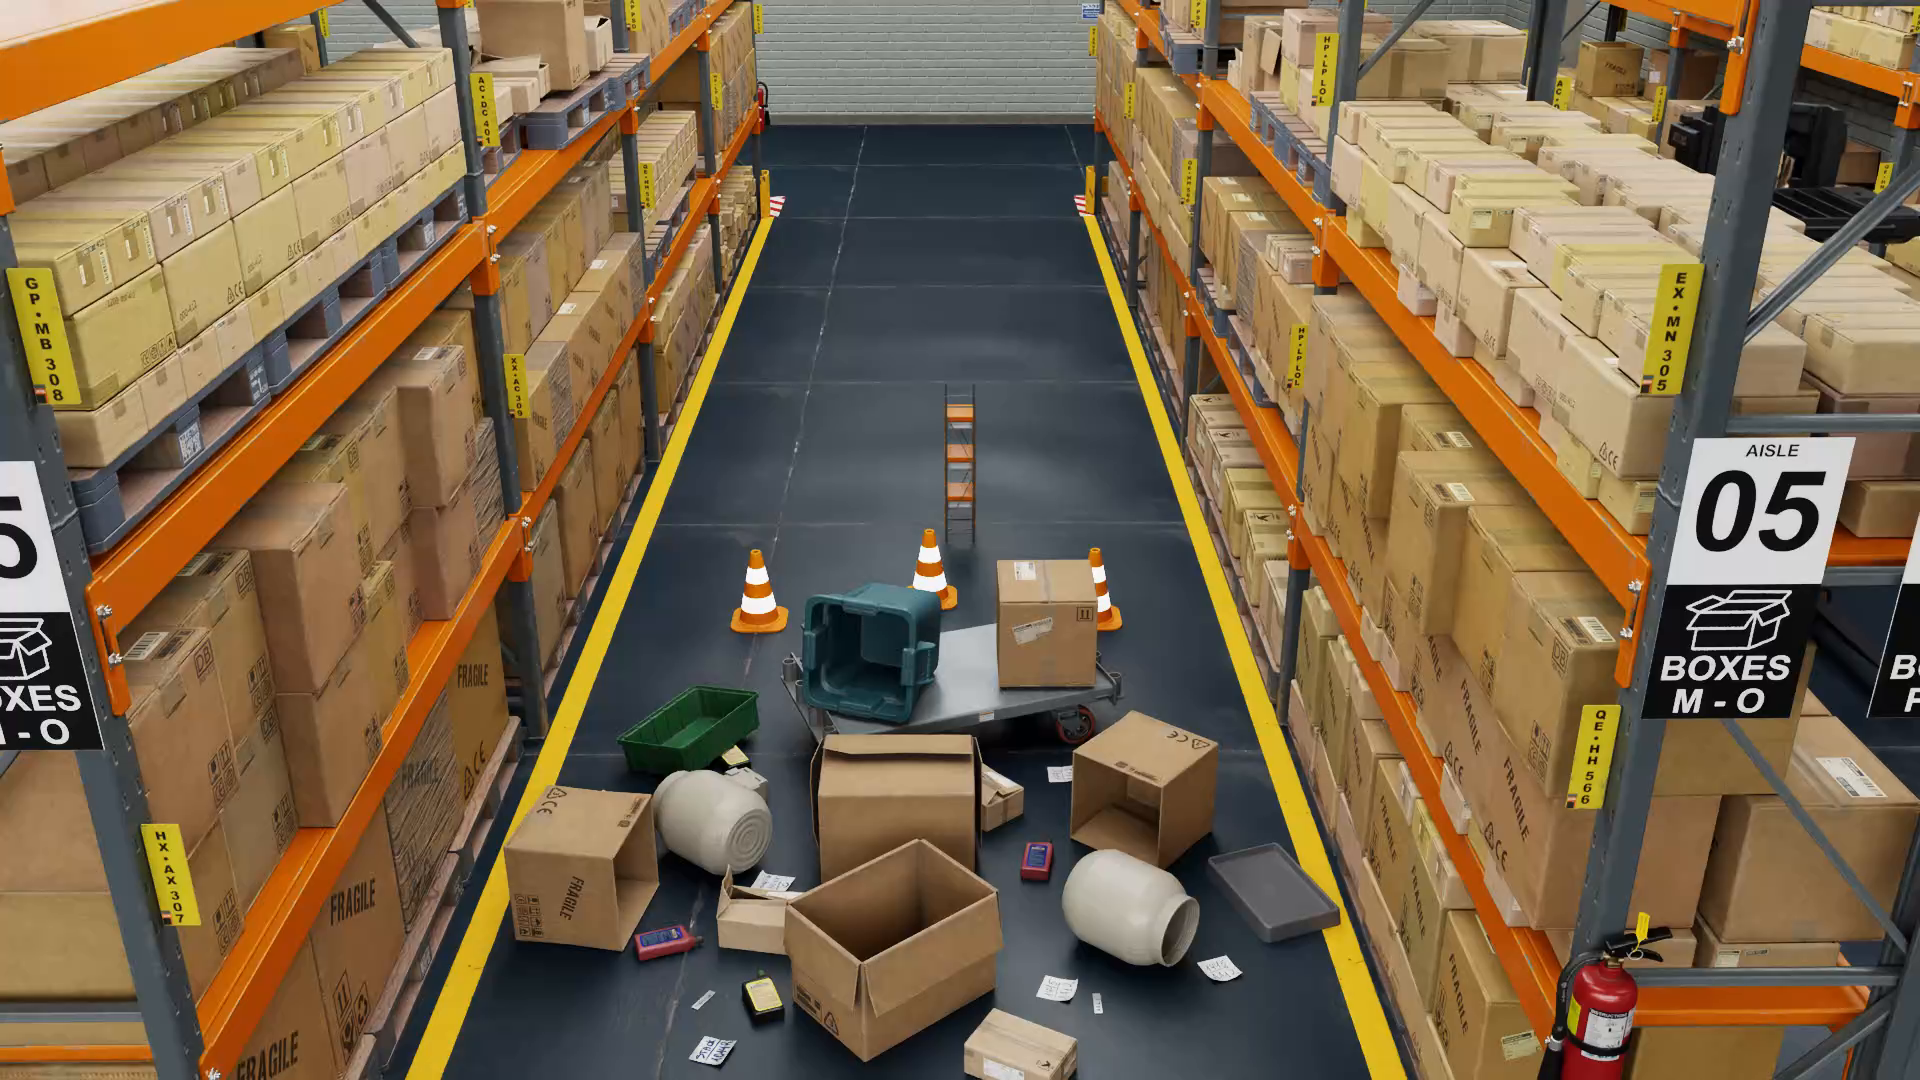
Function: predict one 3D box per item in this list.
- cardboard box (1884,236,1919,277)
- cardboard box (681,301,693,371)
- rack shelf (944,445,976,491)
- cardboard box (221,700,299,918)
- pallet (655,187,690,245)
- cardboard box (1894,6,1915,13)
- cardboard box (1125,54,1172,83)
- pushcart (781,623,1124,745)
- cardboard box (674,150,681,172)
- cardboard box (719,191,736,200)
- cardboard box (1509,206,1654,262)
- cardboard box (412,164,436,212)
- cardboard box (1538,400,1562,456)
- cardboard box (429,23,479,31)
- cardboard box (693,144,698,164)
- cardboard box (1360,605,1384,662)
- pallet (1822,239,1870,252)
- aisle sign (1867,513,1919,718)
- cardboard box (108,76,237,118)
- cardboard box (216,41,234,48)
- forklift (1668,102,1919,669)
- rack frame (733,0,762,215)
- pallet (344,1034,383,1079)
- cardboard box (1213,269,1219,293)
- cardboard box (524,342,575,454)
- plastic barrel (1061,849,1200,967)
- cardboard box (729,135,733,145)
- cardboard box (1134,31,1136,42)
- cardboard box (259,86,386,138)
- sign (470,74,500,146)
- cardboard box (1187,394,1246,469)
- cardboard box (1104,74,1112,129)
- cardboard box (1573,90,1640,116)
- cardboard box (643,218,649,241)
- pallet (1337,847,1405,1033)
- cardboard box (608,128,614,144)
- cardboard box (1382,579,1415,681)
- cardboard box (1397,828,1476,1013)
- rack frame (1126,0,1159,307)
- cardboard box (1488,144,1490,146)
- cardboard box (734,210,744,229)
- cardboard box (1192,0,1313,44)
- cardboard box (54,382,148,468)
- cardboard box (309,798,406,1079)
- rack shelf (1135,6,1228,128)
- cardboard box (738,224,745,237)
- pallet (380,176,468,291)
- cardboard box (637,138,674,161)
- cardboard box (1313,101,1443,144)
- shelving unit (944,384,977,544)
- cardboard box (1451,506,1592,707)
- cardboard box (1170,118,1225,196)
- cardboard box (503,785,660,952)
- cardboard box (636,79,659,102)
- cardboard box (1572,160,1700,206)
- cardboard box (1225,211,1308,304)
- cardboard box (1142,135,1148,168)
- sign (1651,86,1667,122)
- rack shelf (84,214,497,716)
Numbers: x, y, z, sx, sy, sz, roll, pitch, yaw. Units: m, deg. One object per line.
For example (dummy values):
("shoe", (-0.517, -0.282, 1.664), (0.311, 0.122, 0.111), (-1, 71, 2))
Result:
("cardboard box", (6.885, -2.028, 11.668), (0.500, 0.250, 0.500), (0, 24, -1))
("cardboard box", (-2.534, -1.728, 13.955), (0.500, 0.500, 0.500), (-1, 24, -2))
("rack shelf", (-0.001, -0.491, 11.087), (0.215, 0.259, 0.240), (0, 24, -1))
("cardboard box", (-2.752, 0.885, 5.472), (0.875, 0.550, 0.550), (0, 24, -1))
("pallet", (-2.825, -2.692, 13.796), (1.003, 0.211, 1.213), (0, 24, -1))
("cardboard box", (6.850, -3.808, 11.727), (0.380, 0.149, 0.250), (1, 24, 1))
("cardboard box", (1.861, -4.371, 15.939), (0.500, 0.500, 0.500), (0, 24, -1))
("pushcart", (-0.049, 0.846, 8.922), (1.648, 0.377, 0.936), (-9, 26, -19))
("cardboard box", (-2.591, -3.231, 14.189), (0.380, 0.149, 0.250), (-1, 24, -3))
("cardboard box", (-2.625, -3.671, 17.954), (0.380, 0.149, 0.250), (-1, 24, -2))
("cardboard box", (2.066, -1.010, 5.541), (0.380, 0.149, 0.250), (-1, 24, -2))
("cardboard box", (-2.388, -1.446, 6.842), (0.380, 0.149, 0.250), (0, 24, 0))
("cardboard box", (1.986, -0.342, 5.031), (0.380, 0.149, 0.250), (0, 24, 1))
("cardboard box", (-2.969, -2.994, 10.141), (0.500, 0.250, 0.500), (0, 24, 1))
("cardboard box", (-2.604, -3.527, 15.203), (0.380, 0.149, 0.250), (-1, 24, -2))
("cardboard box", (1.917, 0.393, 7.046), (0.380, 0.149, 0.250), (0, 24, 0))
("pallet", (7.072, -2.244, 12.804), (1.213, 0.211, 1.003), (0, 24, -1))
("aisle sign", (2.584, 0.108, 4.217), (0.394, 0.787, 0.004), (0, 24, -1))
("cardboard box", (-3.045, -1.703, 6.442), (0.380, 0.149, 0.250), (-1, 24, -1))
("cardboard box", (-8.058, -5.071, 17.732), (0.500, 0.500, 0.500), (-1, 24, -2))
("forklift", (4.777, -1.020, 9.948), (1.130, 2.935, 3.031), (-1, 24, -1))
("rack frame", (-2.850, -5.261, 19.242), (1.000, 3.000, 0.127), (0, 24, -1))
("pallet", (-2.762, 2.274, 5.967), (1.003, 0.211, 1.213), (0, 24, -1))
("cardboard box", (1.930, -1.741, 11.254), (0.380, 0.149, 0.250), (-2, 24, -4))
("cardboard box", (-2.462, -0.788, 9.230), (0.500, 0.500, 0.500), (0, 24, 0))
("plastic barrel", (0.737, 1.598, 7.204), (0.512, 0.421, 0.421), (19, 30, 35))
("cardboard box", (-2.545, -4.159, 17.110), (0.380, 0.149, 0.250), (1, 24, 2))
("cardboard box", (1.913, -4.915, 16.355), (0.380, 0.149, 0.250), (0, 24, -1))
("cardboard box", (-2.384, -1.602, 6.218), (0.380, 0.149, 0.250), (0, 24, 0))
("sign", (-2.164, -1.958, 7.575), (0.100, 0.325, 0.005), (0, 24, -1))
("cardboard box", (2.183, -0.789, 12.035), (0.950, 0.372, 0.625), (-2, 24, -4))
("cardboard box", (1.838, -4.753, 17.998), (0.500, 0.500, 0.500), (0, 24, -1))
("cardboard box", (6.839, -4.600, 17.603), (0.500, 0.250, 0.500), (-1, 24, -2))
("cardboard box", (-2.568, -2.337, 12.573), (0.380, 0.149, 0.250), (1, 24, 2))
("pallet", (2.289, 1.671, 7.299), (1.003, 0.211, 1.213), (0, 24, -1))
("cardboard box", (-3.252, -3.576, 14.589), (0.380, 0.149, 0.250), (0, 24, 0))
("cardboard box", (2.003, 0.243, 6.590), (0.500, 0.500, 0.500), (0, 24, 0))
("cardboard box", (1.995, 1.444, 6.334), (0.500, 0.500, 0.500), (1, 24, 1))
("rack frame", (2.143, -3.677, 15.739), (1.000, 3.000, 0.127), (0, 24, -1))
("cardboard box", (2.504, -1.633, 7.401), (0.500, 0.250, 0.500), (0, 24, -1))
("cardboard box", (-2.517, -3.426, 17.774), (0.380, 0.149, 0.250), (0, 24, 0))
("cardboard box", (2.031, -3.788, 11.711), (0.797, 0.503, 0.637), (-2, 24, -4))
("cardboard box", (-2.358, -0.300, 4.307), (0.380, 0.149, 0.250), (0, 24, 0))
("cardboard box", (-2.760, 1.467, 6.435), (0.875, 0.875, 0.875), (-1, 24, -1))
("rack shelf", (2.165, -3.891, 13.447), (1.077, 0.370, 4.000), (0, 24, -1))
("cardboard box", (-2.550, -3.403, 18.085), (0.380, 0.149, 0.250), (0, 24, 0))
("pallet", (-2.720, -1.305, 6.964), (1.003, 0.211, 1.213), (0, 24, -1))
("cardboard box", (-2.593, -3.259, 13.889), (0.380, 0.149, 0.250), (-1, 24, -3))
("cardboard box", (2.079, -2.110, 8.307), (0.500, 0.250, 0.500), (-1, 24, -2))
("shelving unit", (-0.001, -0.500, 11.082), (0.215, 1.050, 0.252), (0, 24, -1))
("cardboard box", (2.052, 0.213, 5.442), (0.700, 0.500, 0.500), (0, 24, 0))
("cardboard box", (1.905, -2.953, 12.804), (0.500, 0.500, 0.500), (0, 24, 0))
("cardboard box", (-1.676, 1.457, 7.419), (0.500, 0.500, 0.500), (4, 25, 9))
("cardboard box", (-3.081, -4.442, 15.735), (0.500, 0.500, 0.500), (-1, 24, -2))
("cardboard box", (2.533, -1.332, 6.251), (0.380, 0.149, 0.250), (0, 24, 0))
("cardboard box", (1.985, -1.781, 10.555), (0.500, 0.500, 0.500), (0, 24, 0))
("cardboard box", (1.899, -3.439, 14.788), (0.500, 0.250, 0.500), (0, 24, 0))
("sign", (6.564, -4.089, 15.601), (0.100, 0.325, 0.005), (0, 24, -1))
("rack shelf", (-2.697, -0.531, 6.017), (1.077, 0.370, 4.000), (0, 24, -1))
